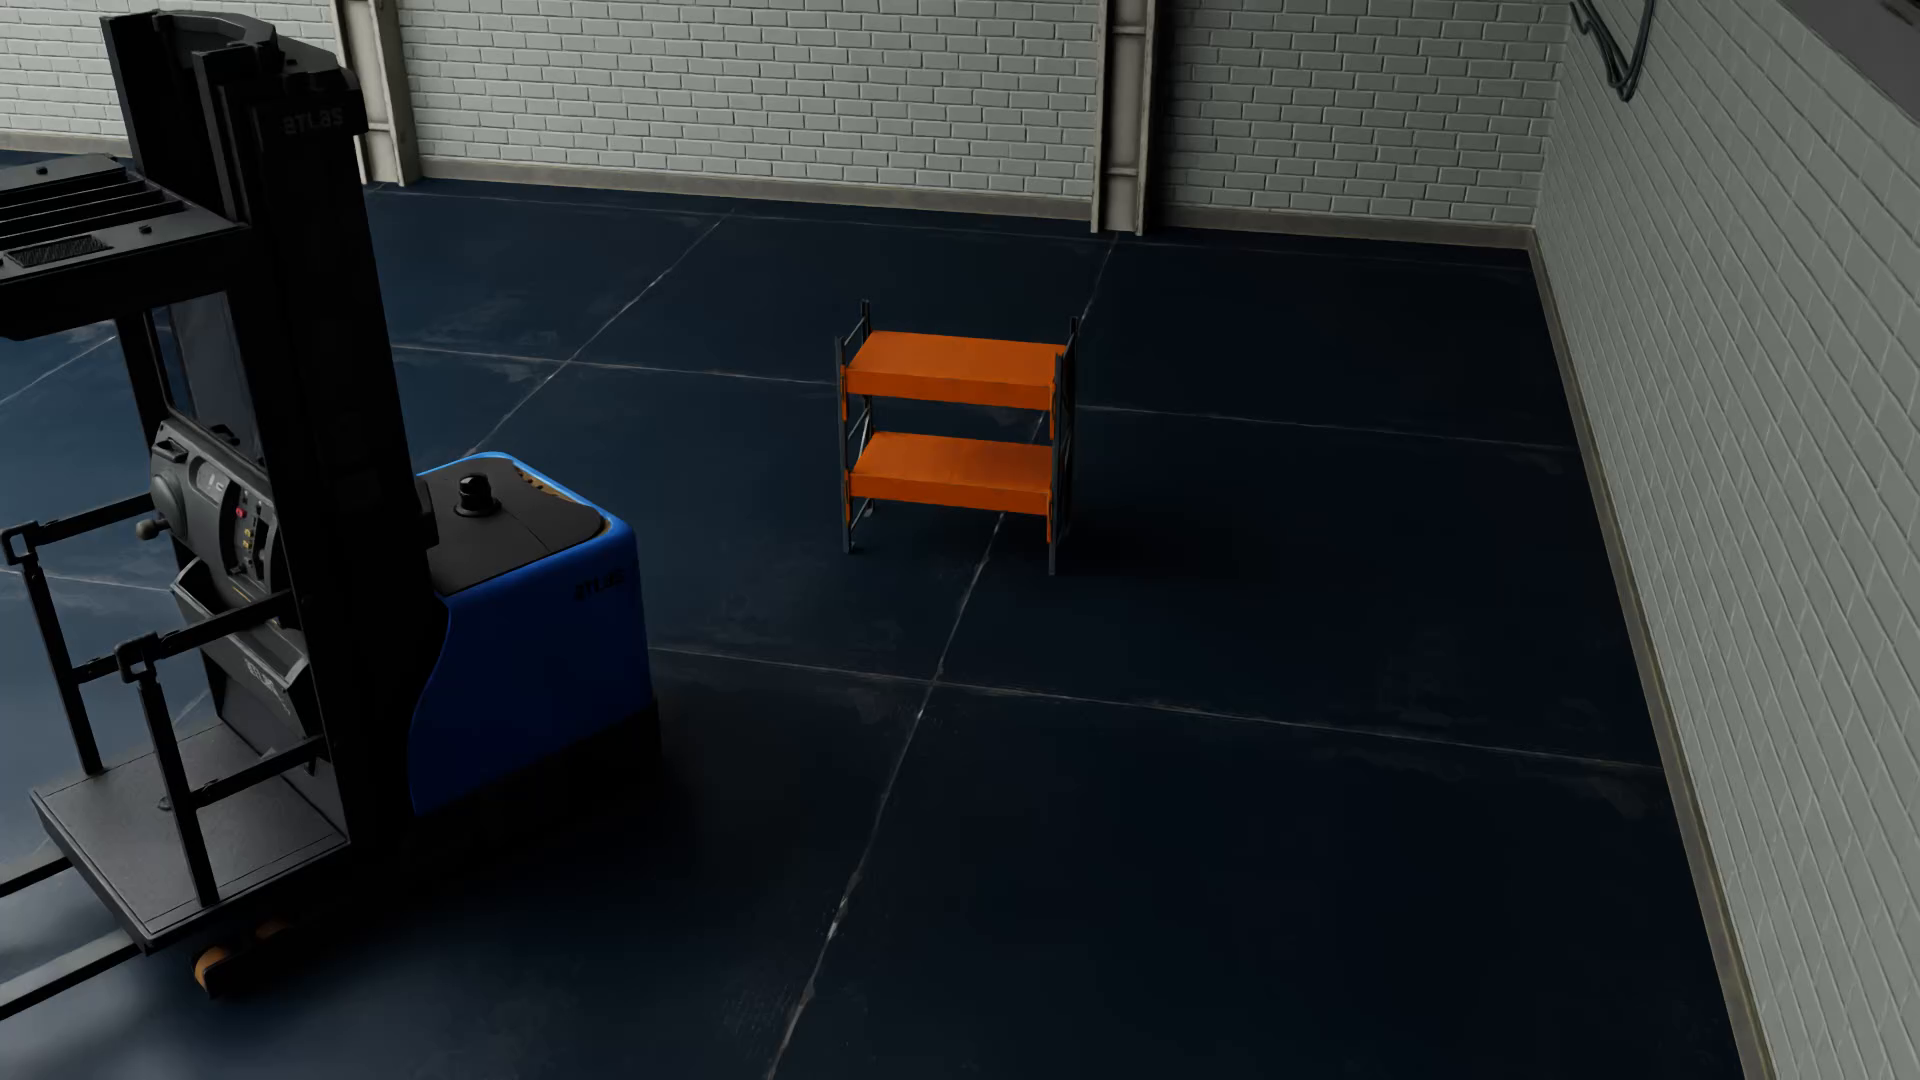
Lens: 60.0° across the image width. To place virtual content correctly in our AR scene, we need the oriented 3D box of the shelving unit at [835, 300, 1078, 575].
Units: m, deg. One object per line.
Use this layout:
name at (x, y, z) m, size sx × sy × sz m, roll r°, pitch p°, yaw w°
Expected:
shelving unit at (-0.007, -0.494, 7.981) m, size 1.048 × 1.125 × 0.538 m, roll 6°, pitch 29°, yaw 11°

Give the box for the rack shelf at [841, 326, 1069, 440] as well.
rack shelf at (-0.007, -0.751, 7.841) m, size 1.000 × 0.278 × 0.538 m, roll 6°, pitch 29°, yaw 11°

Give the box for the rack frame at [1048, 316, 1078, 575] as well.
rack frame at (0.491, -0.443, 7.888) m, size 0.032 × 1.125 × 0.500 m, roll 6°, pitch 29°, yaw 11°

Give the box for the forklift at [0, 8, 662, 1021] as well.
forklift at (-2.583, -0.061, 5.308) m, size 3.031 × 2.935 × 1.130 m, roll -25°, pitch 38°, yaw -38°

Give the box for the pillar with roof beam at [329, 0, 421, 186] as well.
pillar with roof beam at (-5.563, -4.885, 7.802) m, size 0.400 × 9.000 × 9.100 m, roll 6°, pitch 29°, yaw 11°

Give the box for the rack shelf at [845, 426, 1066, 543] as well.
rack shelf at (-0.007, -0.280, 8.099) m, size 1.000 × 0.278 × 0.538 m, roll 6°, pitch 29°, yaw 11°

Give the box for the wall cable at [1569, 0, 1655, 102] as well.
wall cable at (3.809, -4.027, 9.468) m, size 0.112 × 2.526 × 3.097 m, roll 6°, pitch 29°, yaw 11°

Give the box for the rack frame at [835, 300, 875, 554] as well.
rack frame at (-0.504, -0.545, 8.074) m, size 0.032 × 1.125 × 0.500 m, roll 6°, pitch 29°, yaw 11°

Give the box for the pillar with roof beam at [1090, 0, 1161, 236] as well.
pillar with roof beam at (0.305, -4.283, 6.703) m, size 0.400 × 9.000 × 9.100 m, roll 6°, pitch 29°, yaw 11°
